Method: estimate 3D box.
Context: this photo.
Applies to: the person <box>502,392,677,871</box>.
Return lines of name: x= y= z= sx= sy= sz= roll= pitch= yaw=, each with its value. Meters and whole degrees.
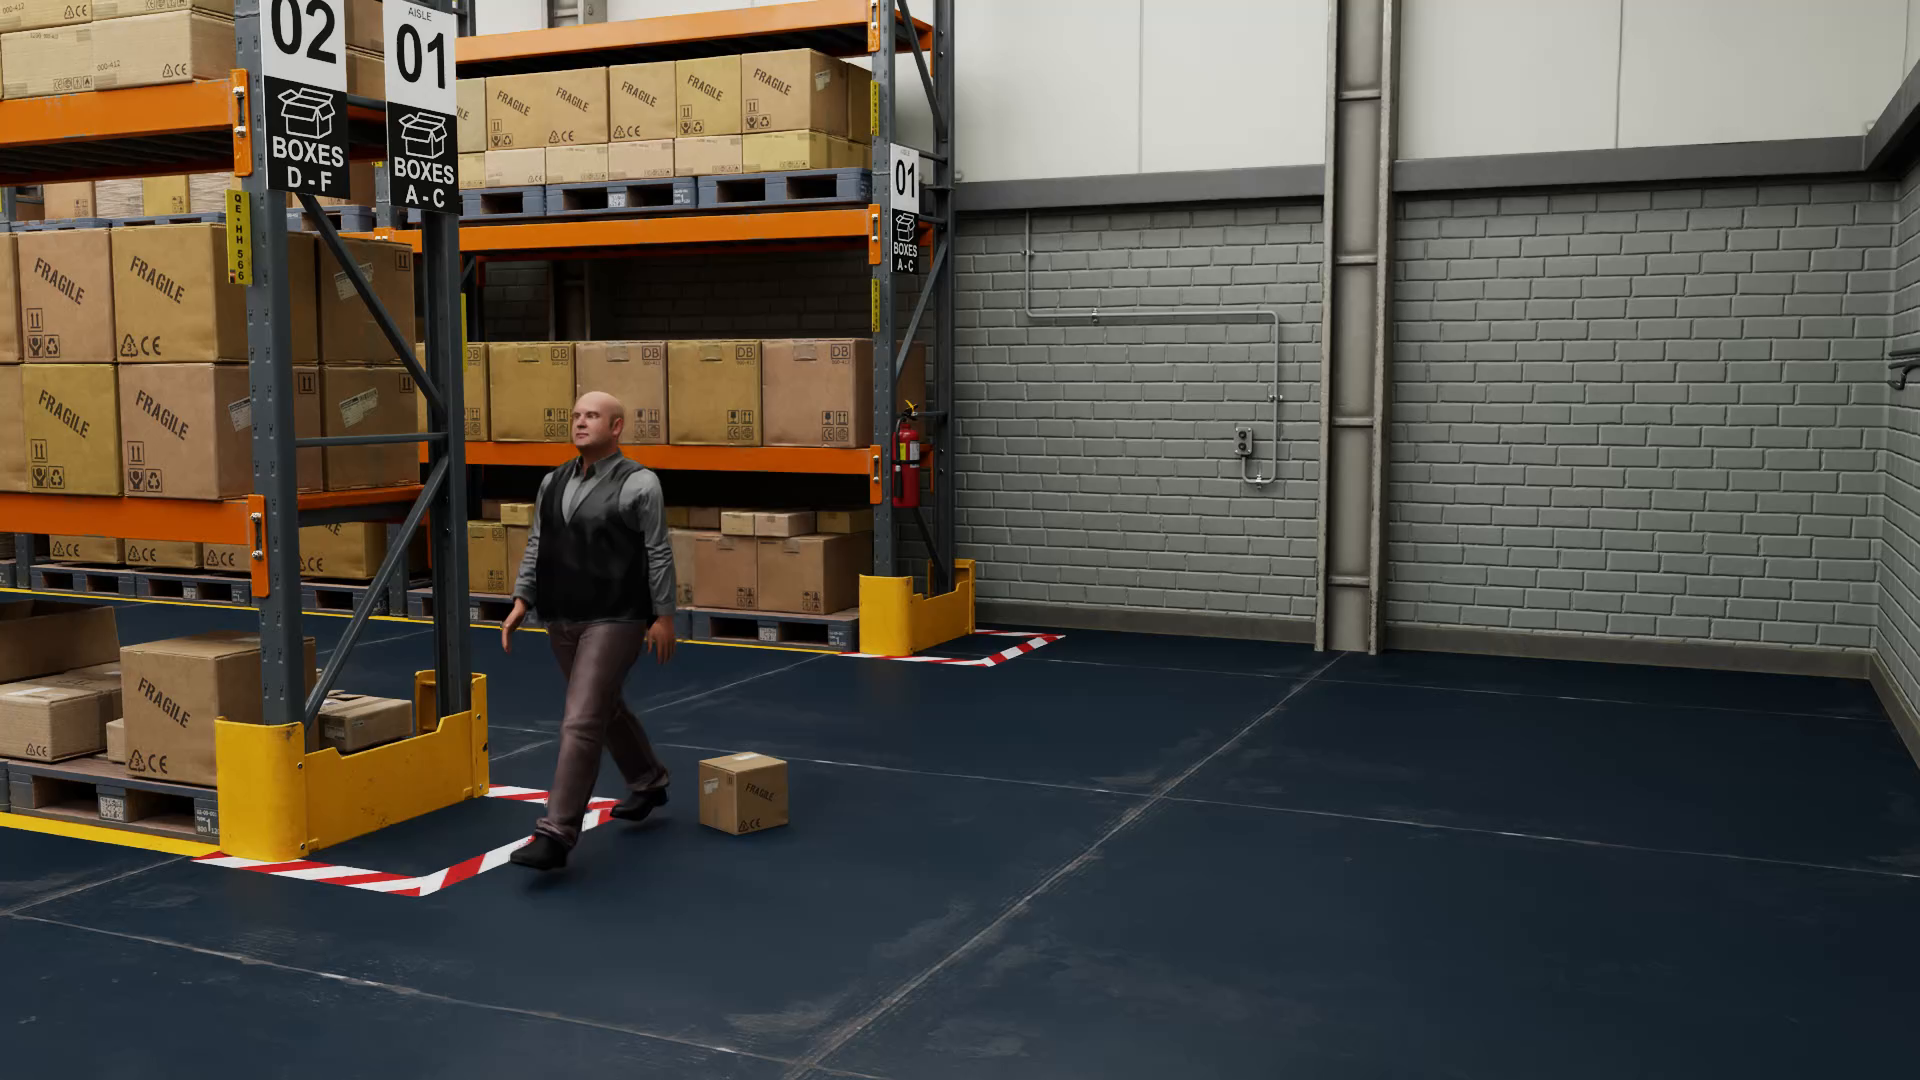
person: x=-1.386 y=0.297 z=6.072 sx=0.546 sy=1.671 sz=1.031 roll=3 pitch=6 yaw=30
